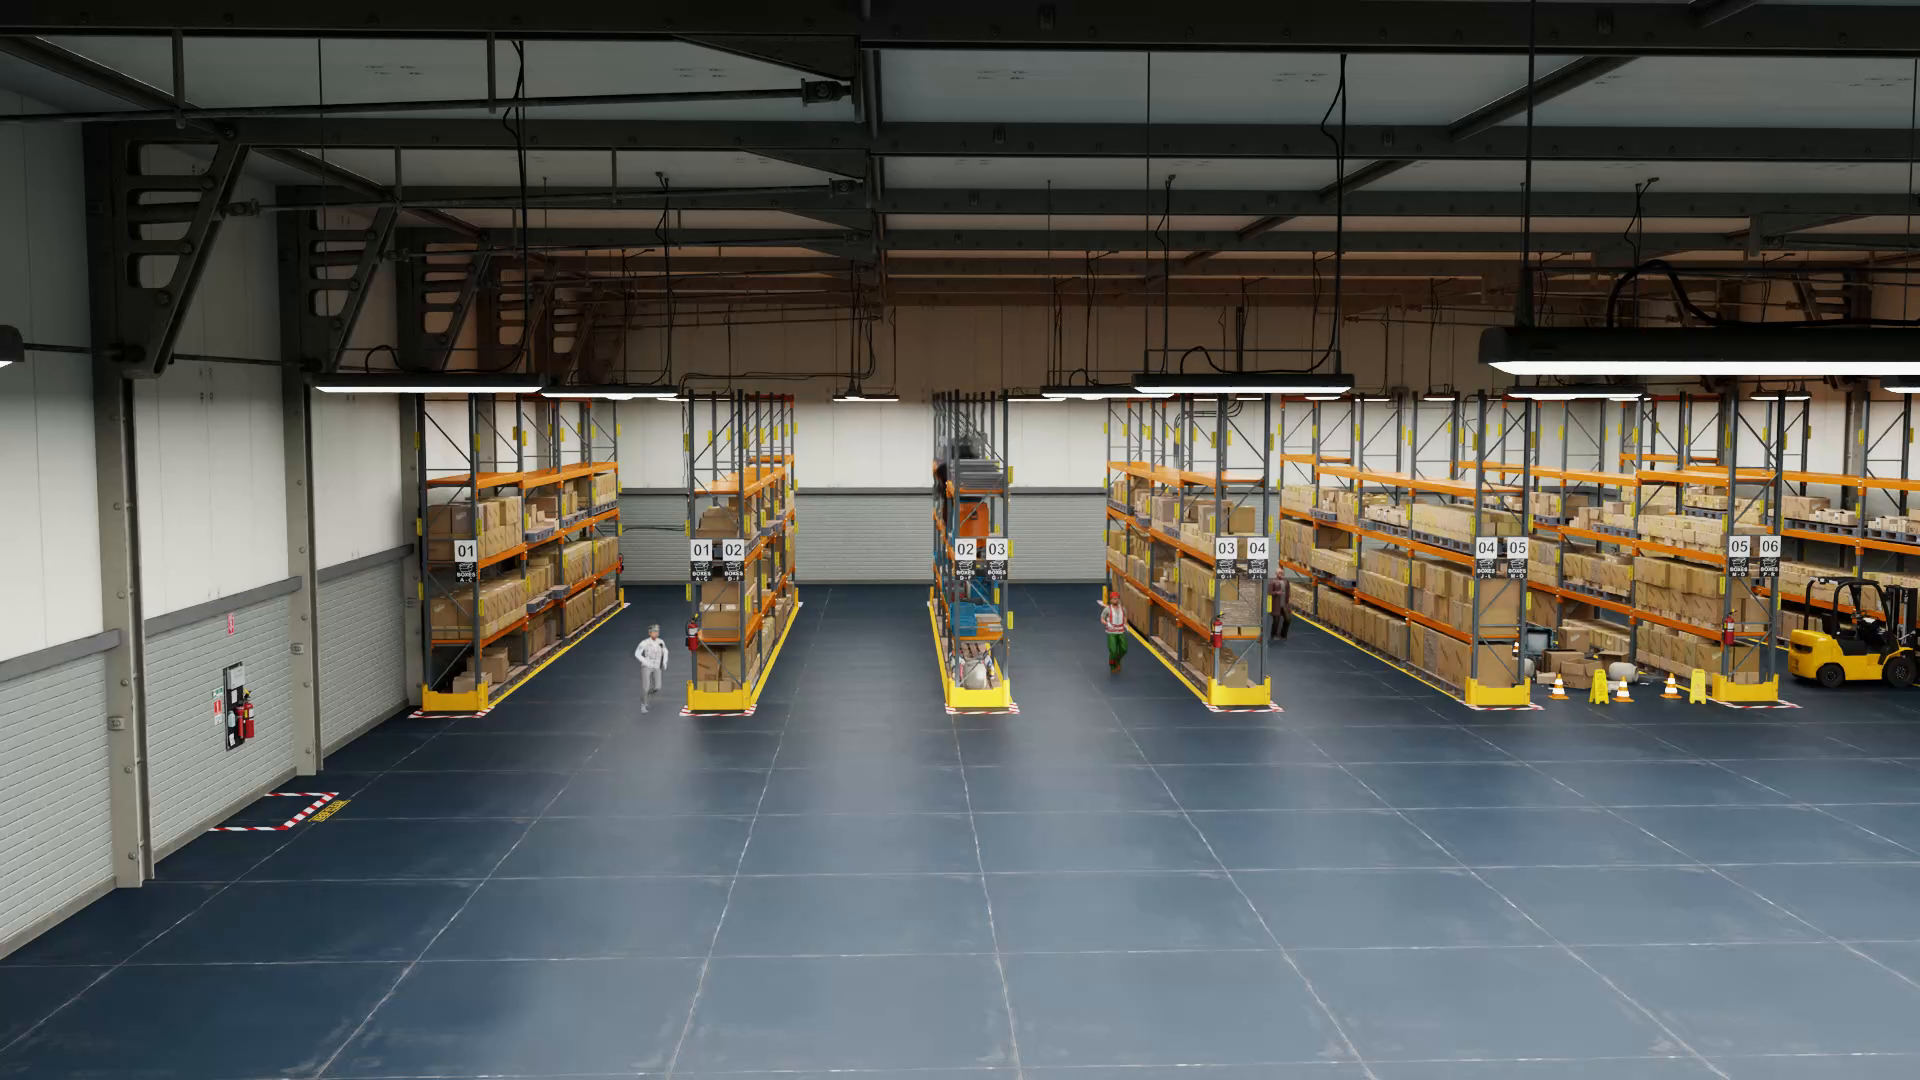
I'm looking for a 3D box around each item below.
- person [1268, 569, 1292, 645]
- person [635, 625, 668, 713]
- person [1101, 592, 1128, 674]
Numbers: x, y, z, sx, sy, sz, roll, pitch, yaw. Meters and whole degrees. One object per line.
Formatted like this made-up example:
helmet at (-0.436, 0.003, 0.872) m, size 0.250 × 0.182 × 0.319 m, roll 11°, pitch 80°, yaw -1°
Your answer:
person at (7.666, 1.618, 39.792) m, size 0.685 × 1.782 × 0.776 m, roll -1°, pitch 5°, yaw -11°
person at (-5.714, 2.390, 30.999) m, size 0.713 × 1.637 × 0.476 m, roll -3°, pitch 6°, yaw -32°
person at (3.317, 1.976, 35.153) m, size 0.643 × 1.740 × 0.582 m, roll -1°, pitch 5°, yaw -13°
